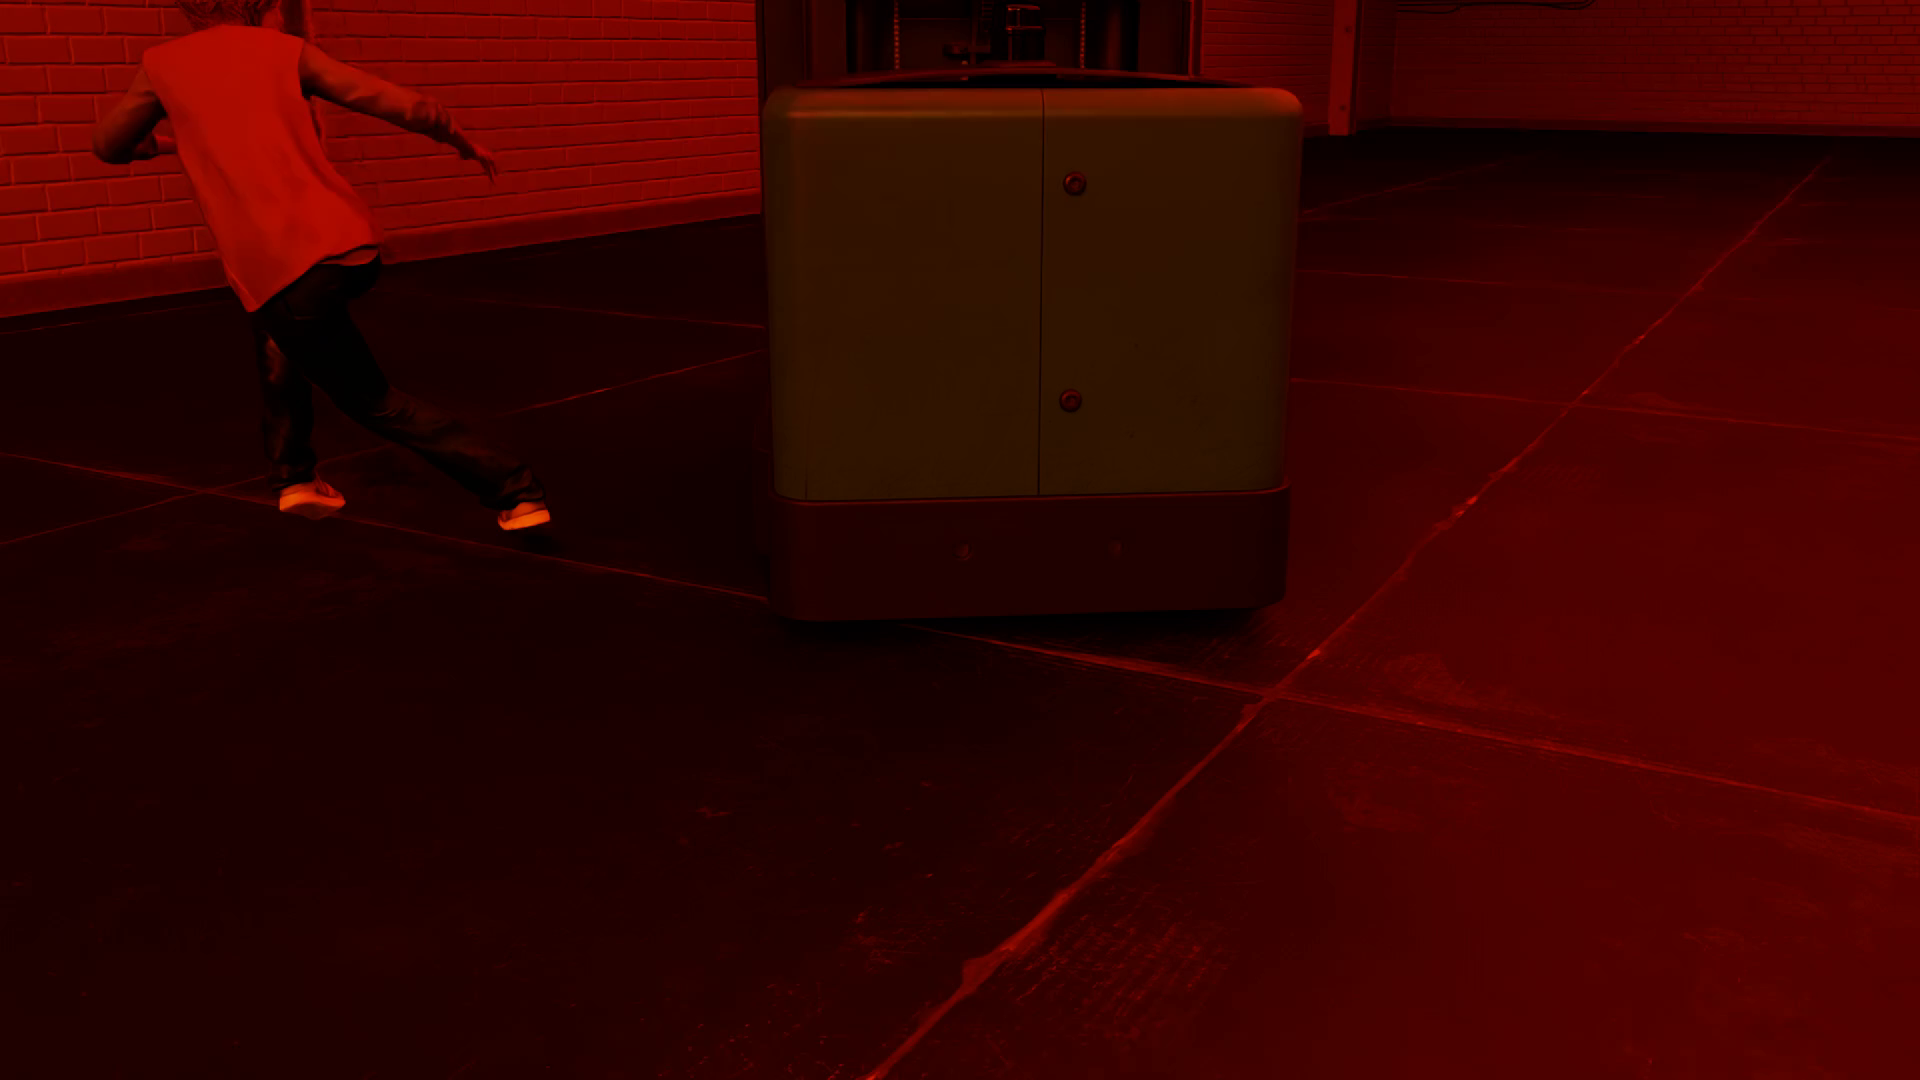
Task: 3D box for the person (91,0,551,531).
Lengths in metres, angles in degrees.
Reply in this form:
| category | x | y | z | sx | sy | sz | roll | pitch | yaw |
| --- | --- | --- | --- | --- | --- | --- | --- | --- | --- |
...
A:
| category | x | y | z | sx | sy | sz | roll | pitch | yaw |
| --- | --- | --- | --- | --- | --- | --- | --- | --- | --- |
| person | -1.476 | -0.668 | 3.872 | 0.846 | 1.348 | 0.869 | -13 | 21 | -37 |

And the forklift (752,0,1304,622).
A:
| category | x | y | z | sx | sy | sz | roll | pitch | yaw |
| --- | --- | --- | --- | --- | --- | --- | --- | --- | --- |
| forklift | 0.009 | -1.614 | 4.333 | 1.130 | 2.935 | 3.031 | -2 | 16 | -5 |
